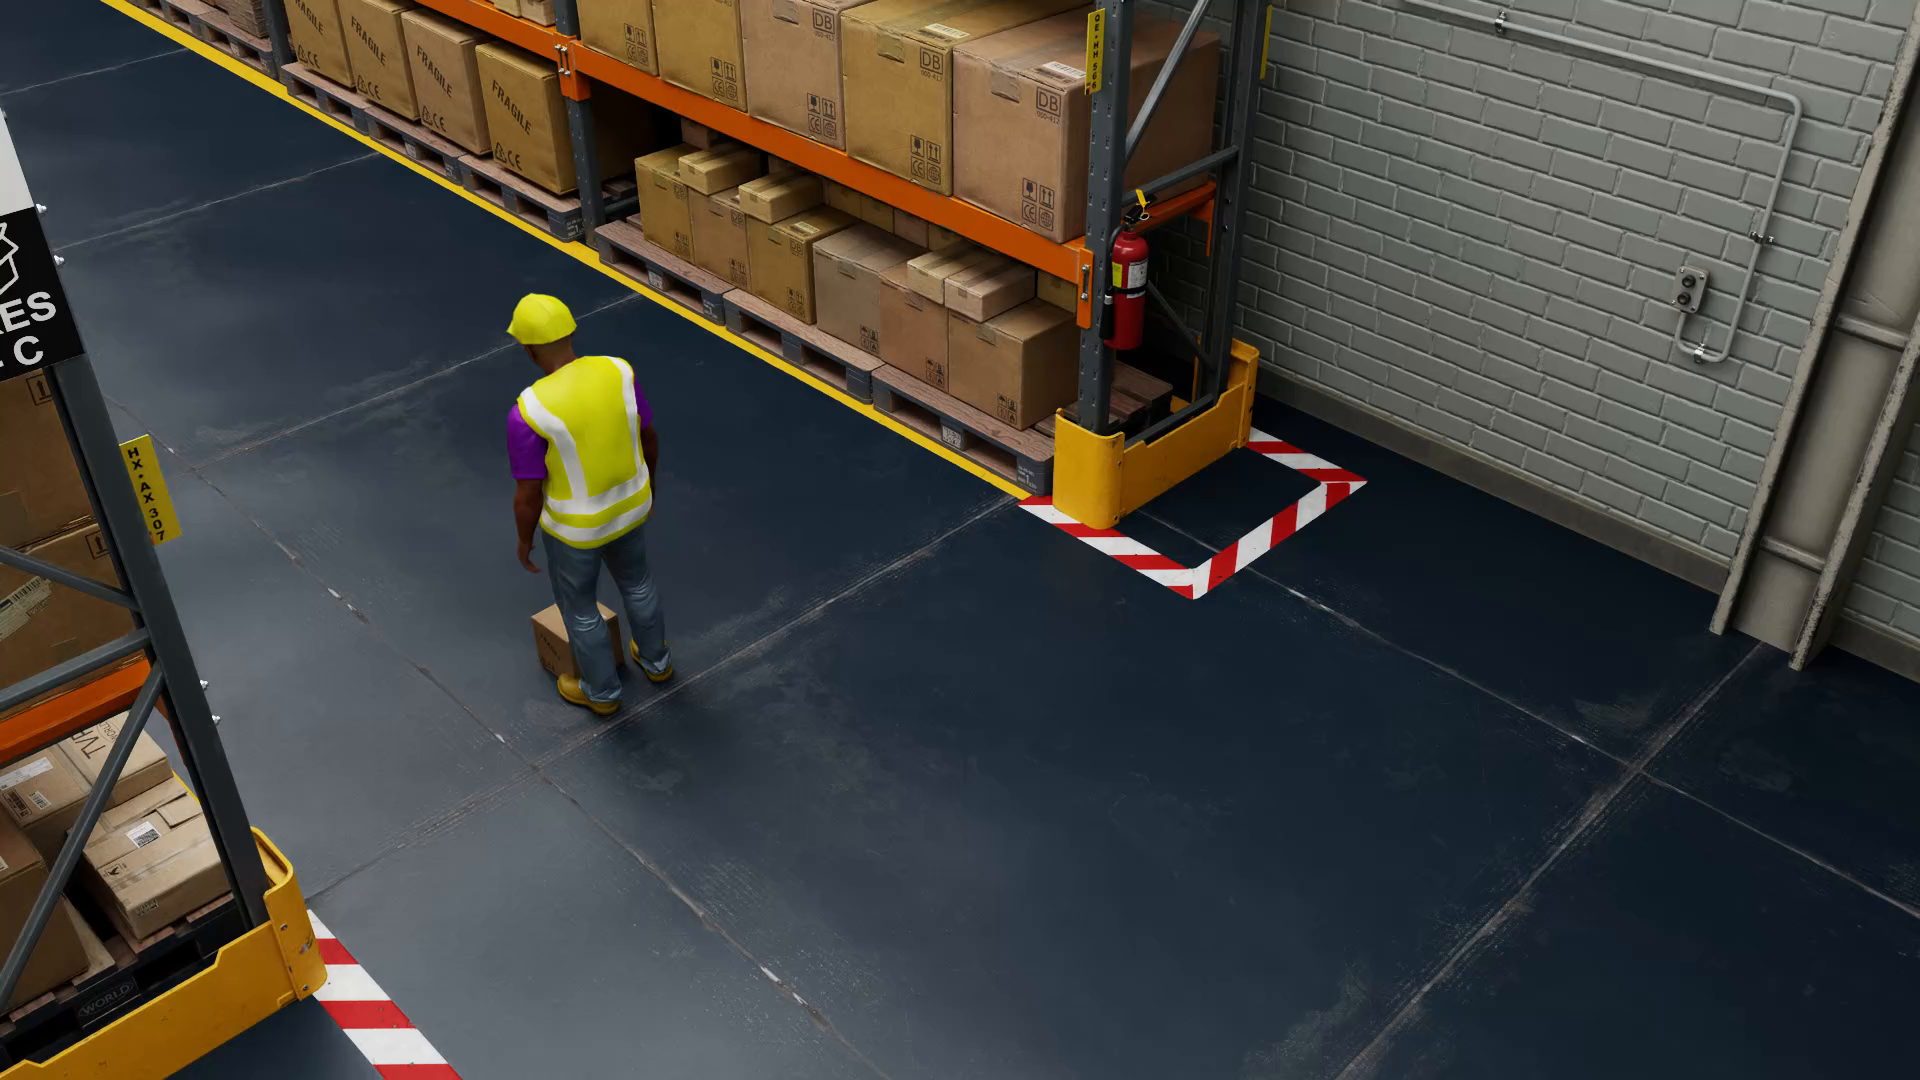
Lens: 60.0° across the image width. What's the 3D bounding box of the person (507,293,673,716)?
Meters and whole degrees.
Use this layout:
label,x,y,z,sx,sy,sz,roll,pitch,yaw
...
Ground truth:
label,x,y,z,sx,sy,sz,roll,pitch,yaw
person,-1.410,-0.120,6.300,0.463,1.760,0.631,29,45,35
